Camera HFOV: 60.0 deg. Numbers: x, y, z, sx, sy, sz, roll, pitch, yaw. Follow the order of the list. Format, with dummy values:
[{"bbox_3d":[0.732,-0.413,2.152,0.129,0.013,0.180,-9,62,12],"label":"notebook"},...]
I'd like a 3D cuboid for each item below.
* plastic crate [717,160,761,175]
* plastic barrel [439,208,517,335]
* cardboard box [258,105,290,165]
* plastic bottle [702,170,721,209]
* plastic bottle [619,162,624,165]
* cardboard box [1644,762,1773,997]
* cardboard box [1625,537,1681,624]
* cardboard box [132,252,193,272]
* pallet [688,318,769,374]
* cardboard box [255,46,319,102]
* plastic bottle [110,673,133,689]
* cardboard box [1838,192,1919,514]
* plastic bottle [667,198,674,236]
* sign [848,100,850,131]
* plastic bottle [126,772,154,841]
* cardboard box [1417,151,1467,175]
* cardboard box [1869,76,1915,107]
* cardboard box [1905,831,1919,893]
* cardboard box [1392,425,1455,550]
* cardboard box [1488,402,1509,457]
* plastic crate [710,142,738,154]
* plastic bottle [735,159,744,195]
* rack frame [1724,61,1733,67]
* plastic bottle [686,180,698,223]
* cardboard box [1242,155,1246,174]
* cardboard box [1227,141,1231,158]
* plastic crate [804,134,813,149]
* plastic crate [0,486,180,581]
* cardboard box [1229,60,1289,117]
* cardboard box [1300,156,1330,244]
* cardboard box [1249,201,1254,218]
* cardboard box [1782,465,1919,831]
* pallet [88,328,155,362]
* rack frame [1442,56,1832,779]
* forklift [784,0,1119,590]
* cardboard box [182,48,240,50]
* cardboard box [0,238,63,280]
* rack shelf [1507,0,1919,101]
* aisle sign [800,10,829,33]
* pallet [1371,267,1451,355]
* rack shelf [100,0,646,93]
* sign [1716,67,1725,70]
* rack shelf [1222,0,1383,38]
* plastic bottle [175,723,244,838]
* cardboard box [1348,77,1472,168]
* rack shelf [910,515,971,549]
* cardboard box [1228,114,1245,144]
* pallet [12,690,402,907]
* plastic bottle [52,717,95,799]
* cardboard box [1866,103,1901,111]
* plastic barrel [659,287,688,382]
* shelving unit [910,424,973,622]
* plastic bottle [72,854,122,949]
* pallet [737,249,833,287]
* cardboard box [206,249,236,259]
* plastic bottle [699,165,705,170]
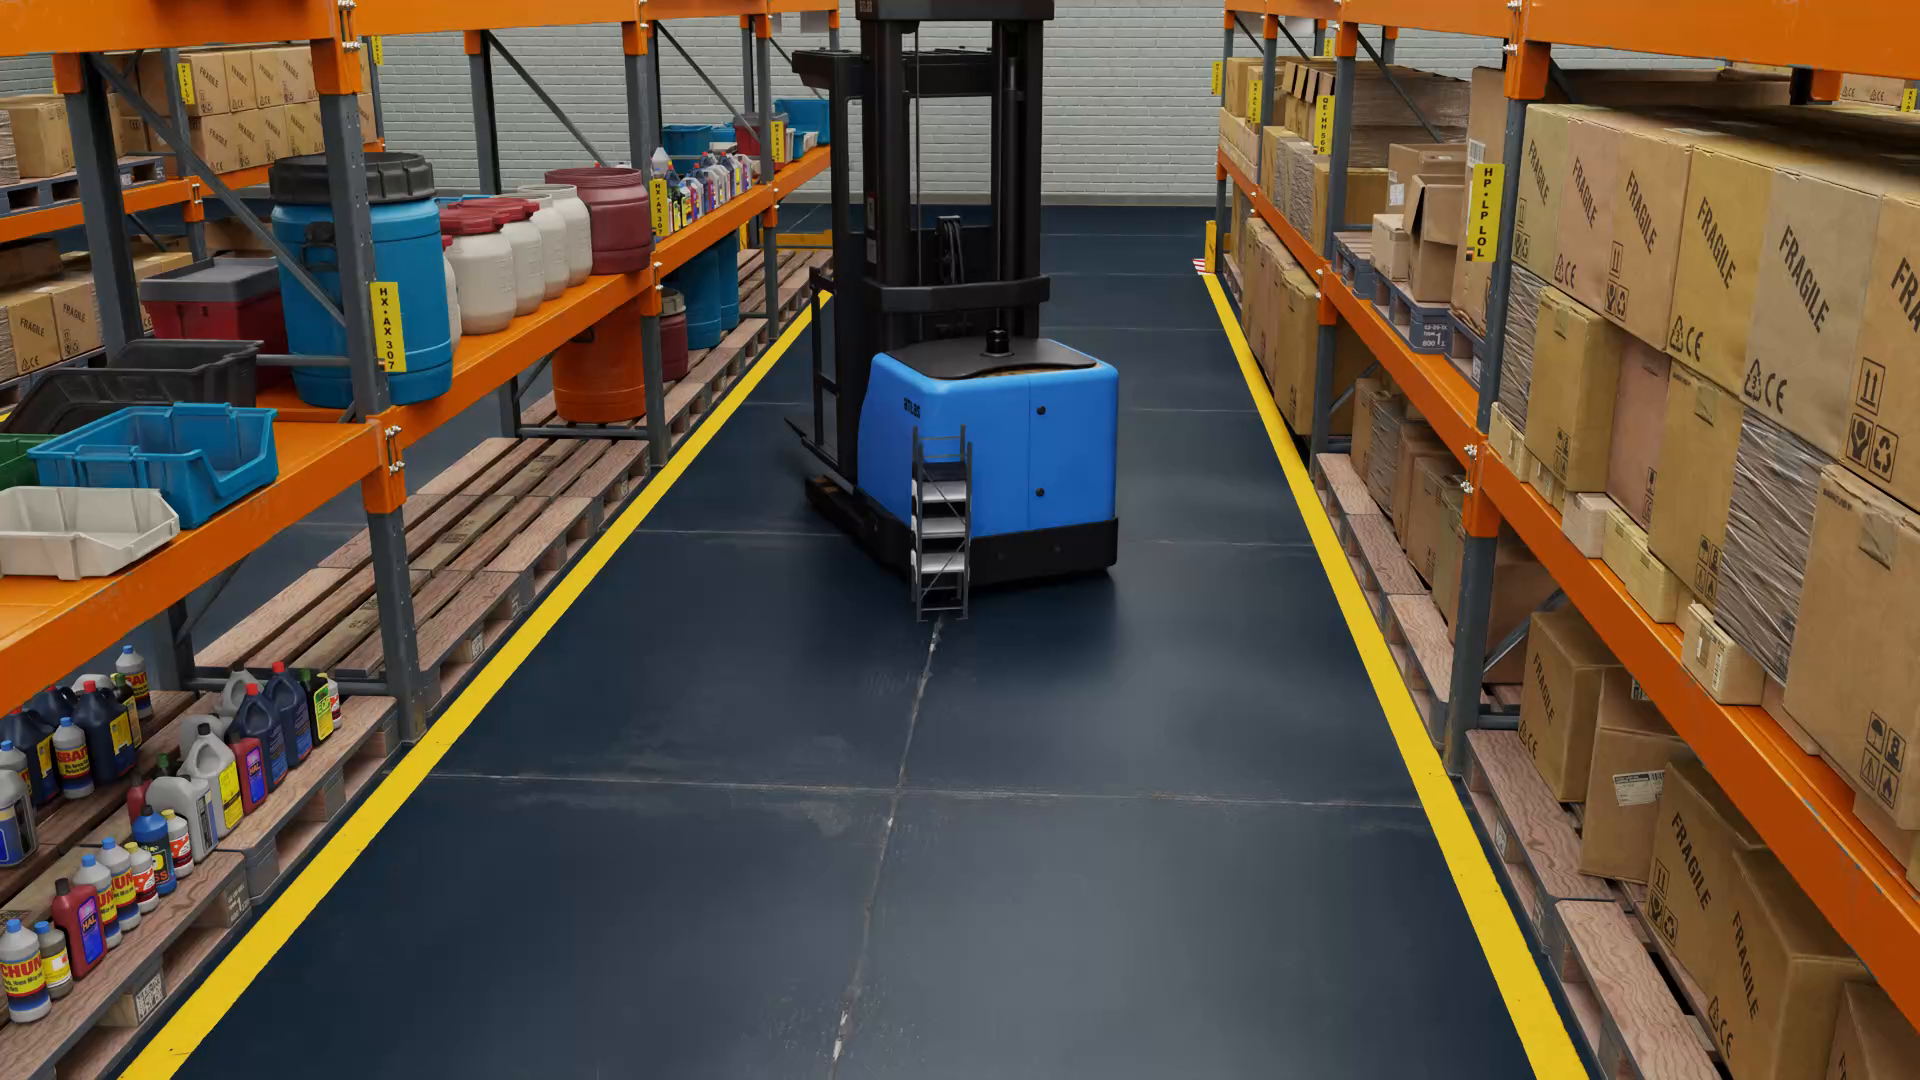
[{"bbox_3d":[-1.864,-3.182,14.145,0.396,0.136,0.243,1,18,4],"label":"plastic crate"},{"bbox_3d":[-2.274,-1.238,7.665,0.433,0.535,0.433,0,18,0],"label":"plastic barrel"},{"bbox_3d":[-6.601,-3.764,15.431,0.500,0.500,0.500,1,18,4],"label":"cardboard box"},{"bbox_3d":[-1.835,-2.565,12.134,0.152,0.276,0.135,1,18,4],"label":"plastic bottle"},{"bbox_3d":[-2.556,-2.702,12.539,0.061,0.283,0.133,1,18,4],"label":"plastic bottle"},{"bbox_3d":[2.258,0.942,4.572,0.500,0.500,0.500,0,18,-1],"label":"cardboard box"},{"bbox_3d":[1.917,0.103,4.194,0.380,0.149,0.250,1,18,4],"label":"cardboard box"},{"bbox_3d":[-6.730,-2.111,13.856,0.500,0.500,0.500,1,18,4],"label":"cardboard box"},{"bbox_3d":[-2.137,-1.574,13.387,1.003,0.211,1.213,1,18,4],"label":"pallet"},{"bbox_3d":[-6.519,-4.552,16.231,0.500,0.500,0.500,2,18,5],"label":"cardboard box"},{"bbox_3d":[-3.081,0.588,6.098,0.097,0.201,0.097,0,18,0],"label":"plastic bottle"},{"bbox_3d":[1.863,-0.296,2.765,0.500,0.500,0.500,1,18,4],"label":"cardboard box"},{"bbox_3d":[-1.940,-2.107,10.736,0.152,0.276,0.135,1,18,4],"label":"plastic bottle"},{"bbox_3d":[-1.204,-4.450,17.425,0.100,0.325,0.005,1,18,4],"label":"sign"},{"bbox_3d":[-2.531,0.843,5.188,0.061,0.283,0.133,1,18,4],"label":"plastic bottle"},{"bbox_3d":[2.674,-1.688,8.421,0.700,0.500,0.500,4,19,12],"label":"cardboard box"},{"bbox_3d":[7.604,-3.701,13.157,0.500,0.500,0.500,1,18,2],"label":"cardboard box"},{"bbox_3d":[1.839,0.570,2.771,0.380,0.149,0.250,1,18,4],"label":"cardboard box"},{"bbox_3d":[2.524,-0.249,8.173,0.700,0.500,0.500,3,18,9],"label":"cardboard box"},{"bbox_3d":[2.011,-0.363,5.617,0.380,0.149,0.250,1,18,4],"label":"cardboard box"},{"bbox_3d":[-2.215,-3.588,15.384,0.293,0.136,0.466,1,18,4],"label":"plastic crate"},{"bbox_3d":[-1.772,-2.836,12.959,0.152,0.276,0.135,1,18,4],"label":"plastic bottle"},{"bbox_3d":[8.127,-4.127,16.702,1.000,3.000,0.127,1,18,4],"label":"rack frame"},{"bbox_3d":[-1.845,-2.325,11.389,0.061,0.283,0.133,1,18,4],"label":"plastic bottle"},{"bbox_3d":[2.650,-3.249,14.426,0.380,0.149,0.250,2,18,5],"label":"cardboard box"},{"bbox_3d":[2.760,-3.728,15.886,0.380,0.149,0.250,1,18,3],"label":"cardboard box"},{"bbox_3d":[-1.667,-3.936,16.446,0.396,0.136,0.243,1,18,4],"label":"plastic crate"},{"bbox_3d":[-2.478,-0.018,4.583,0.530,0.136,0.437,1,18,4],"label":"plastic crate"},{"bbox_3d":[2.816,-4.236,15.594,0.500,0.500,0.500,1,18,2],"label":"cardboard box"},{"bbox_3d":[2.443,-2.146,10.494,0.500,0.500,0.500,1,18,3],"label":"cardboard box"},{"bbox_3d":[3.092,-2.700,15.083,0.875,0.875,0.875,1,18,4],"label":"cardboard box"},{"bbox_3d":[2.023,0.183,2.910,0.875,0.500,0.500,1,18,4],"label":"cardboard box"},{"bbox_3d":[-7.001,-1.671,13.683,1.003,0.211,1.213,1,18,4],"label":"pallet"},{"bbox_3d":[2.326,-0.542,5.761,1.000,3.000,0.127,1,18,4],"label":"rack frame"},{"bbox_3d":[-0.238,-1.575,9.021,1.130,2.935,3.031,-7,19,-21],"label":"forklift"},{"bbox_3d":[-7.095,-4.407,15.788,0.500,0.500,0.500,1,18,3],"label":"cardboard box"},{"bbox_3d":[-7.330,-2.172,12.837,0.500,0.250,0.500,1,18,4],"label":"cardboard box"},{"bbox_3d":[2.183,-1.005,3.511,1.077,0.370,4.000,1,18,4],"label":"rack shelf"},{"bbox_3d":[-1.456,-5.631,17.116,0.394,0.787,0.004,1,18,4],"label":"aisle sign"},{"bbox_3d":[2.512,-1.078,7.703,1.003,0.211,1.213,1,18,4],"label":"pallet"},{"bbox_3d":[-2.470,-2.358,7.639,1.077,0.370,4.000,1,18,4],"label":"rack shelf"},{"bbox_3d":[7.585,-4.551,16.604,0.100,0.325,0.005,1,18,4],"label":"sign"},{"bbox_3d":[3.043,-4.732,14.885,1.077,0.370,4.000,1,18,4],"label":"rack shelf"},{"bbox_3d":[-2.409,0.763,5.325,0.144,0.351,0.185,1,18,4],"label":"plastic bottle"},{"bbox_3d":[2.682,-2.536,10.073,0.797,0.503,0.637,2,18,6],"label":"cardboard box"},{"bbox_3d":[-0.090,-0.043,7.679,0.258,0.077,0.200,-3,27,-8],"label":"rack shelf"},{"bbox_3d":[2.813,-3.879,15.707,0.500,0.250,0.500,1,18,2],"label":"cardboard box"},{"bbox_3d":[-2.704,0.880,5.899,1.003,0.211,1.213,1,18,4],"label":"pallet"},{"bbox_3d":[-2.976,0.724,5.573,0.097,0.271,0.097,0,18,0],"label":"plastic bottle"},{"bbox_3d":[7.593,-3.230,13.326,0.500,0.500,0.500,1,18,4],"label":"cardboard box"},{"bbox_3d":[-2.228,-1.452,11.735,0.600,0.588,0.708,1,18,4],"label":"plastic barrel"},{"bbox_3d":[-0.089,-0.073,7.664,0.258,0.900,0.210,-3,27,-8],"label":"shelving unit"},{"bbox_3d":[-2.435,1.014,4.686,0.097,0.271,0.097,0,18,0],"label":"plastic bottle"},{"bbox_3d":[-1.851,-2.800,17.128,1.003,0.211,1.213,1,18,4],"label":"pallet"},{"bbox_3d":[-7.169,-2.597,15.643,0.500,0.311,0.500,1,18,4],"label":"cardboard box"},{"bbox_3d":[-1.934,-2.674,12.472,0.097,0.271,0.097,0,18,0],"label":"plastic bottle"}]
